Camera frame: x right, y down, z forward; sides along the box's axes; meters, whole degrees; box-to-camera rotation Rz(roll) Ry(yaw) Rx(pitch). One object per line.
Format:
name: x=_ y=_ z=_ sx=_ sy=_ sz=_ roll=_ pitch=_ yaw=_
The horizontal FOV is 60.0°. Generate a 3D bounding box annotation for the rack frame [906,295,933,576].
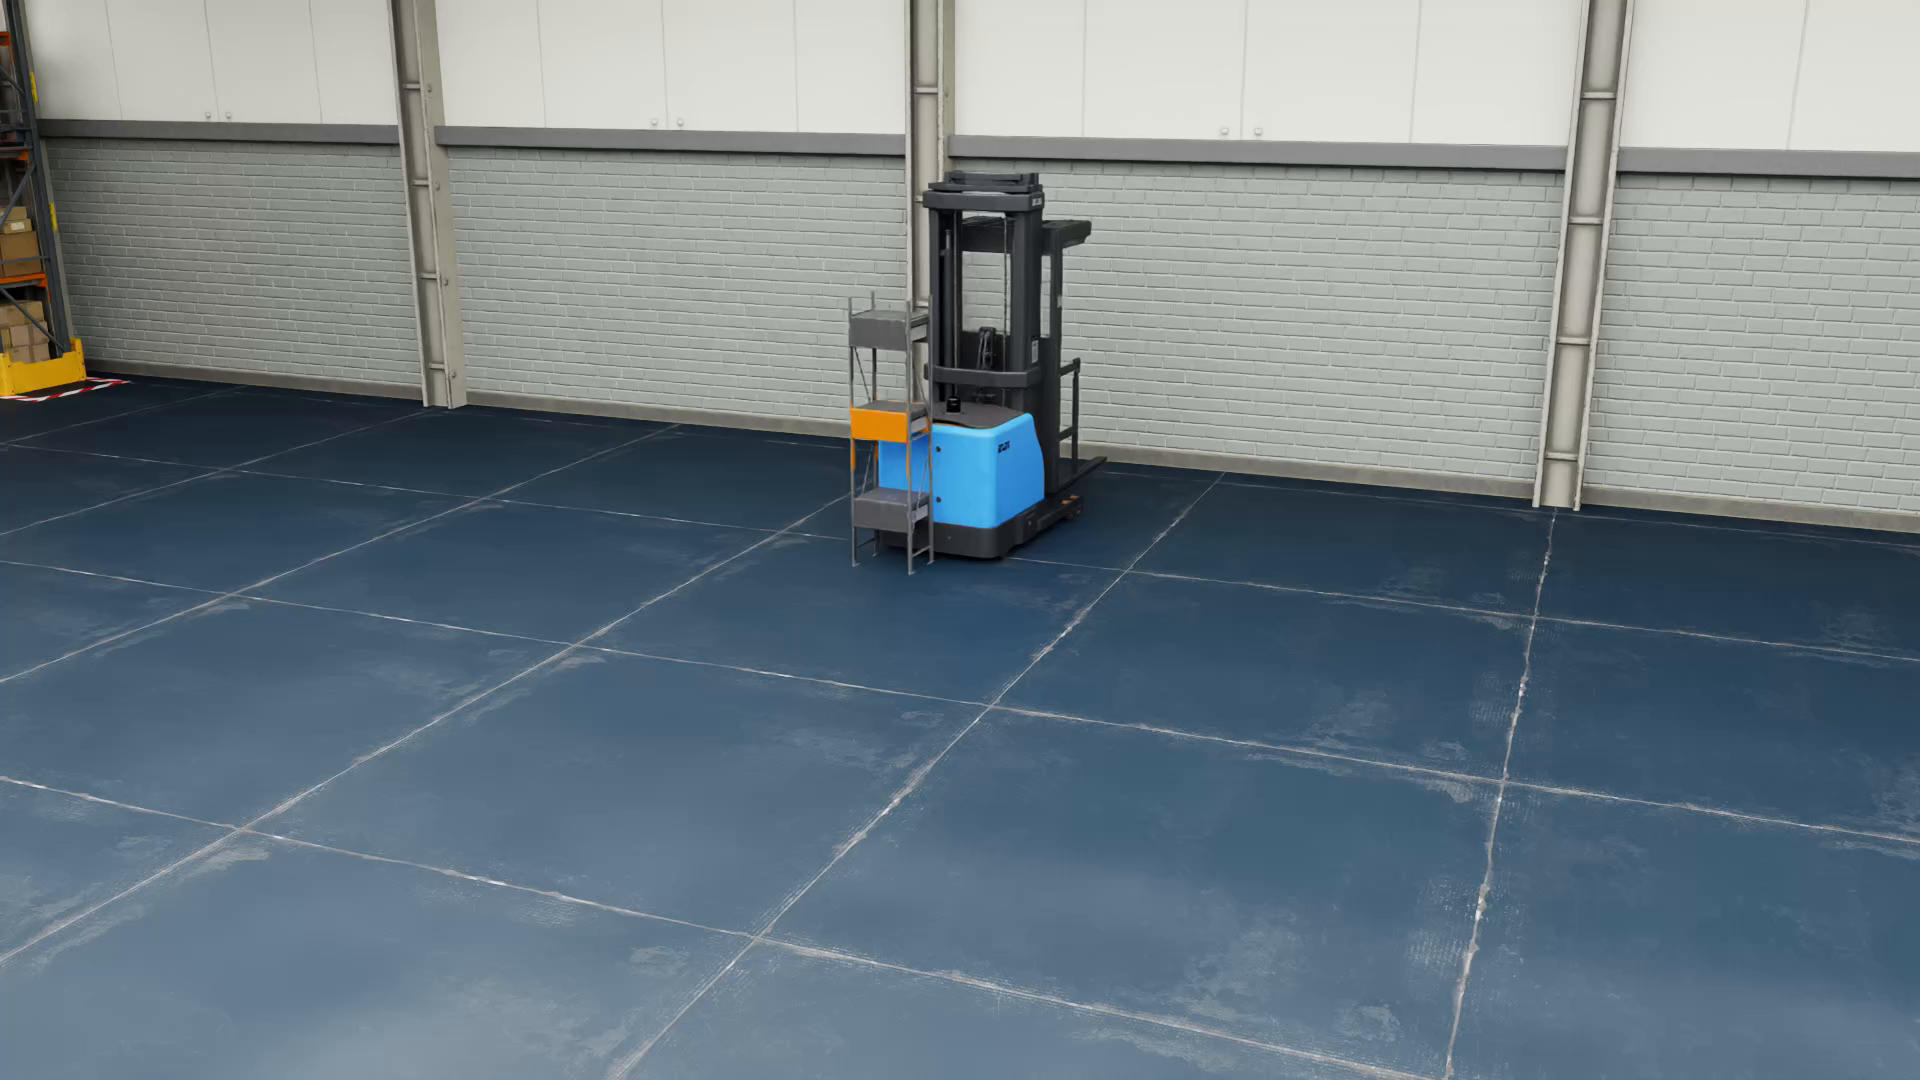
rack frame: x=-0.301 y=-0.784 z=12.609 sx=0.015 sy=2.100 sz=0.400 roll=8 pitch=18 yaw=24

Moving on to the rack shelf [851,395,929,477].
rack shelf: x=-0.522 y=-0.800 z=12.713 sx=0.480 sy=0.518 sz=0.431 roll=8 pitch=18 yaw=24

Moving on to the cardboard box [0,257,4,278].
cardboard box: x=-11.686 y=-3.322 z=19.558 sx=0.500 sy=0.500 sz=0.500 roll=6 pitch=17 yaw=19

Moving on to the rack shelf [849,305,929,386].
rack shelf: x=-0.522 y=-1.472 z=12.518 sx=0.480 sy=0.518 sz=0.431 roll=8 pitch=18 yaw=24

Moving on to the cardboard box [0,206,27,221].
cardboard box: x=-11.366 y=-3.884 z=19.796 sx=0.250 sy=0.149 sz=0.380 roll=6 pitch=17 yaw=20

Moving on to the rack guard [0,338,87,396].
rack guard: x=-11.109 y=-2.089 z=19.973 sx=0.348 sy=0.500 sz=1.175 roll=6 pitch=17 yaw=21

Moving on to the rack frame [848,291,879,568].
rack frame: x=-0.742 y=-0.842 z=12.809 sx=0.015 sy=2.100 sz=0.400 roll=8 pitch=18 yaw=24

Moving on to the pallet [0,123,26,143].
pallet: x=-11.780 y=-4.769 z=19.499 sx=1.213 sy=0.211 sz=1.003 roll=6 pitch=17 yaw=21

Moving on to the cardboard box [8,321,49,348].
cardboard box: x=-11.493 y=-2.515 z=20.239 sx=0.500 sy=0.250 sz=0.500 roll=7 pitch=17 yaw=22

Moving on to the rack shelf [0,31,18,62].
rack shelf: x=-12.992 y=-5.840 z=19.657 sx=4.000 sy=0.370 sz=1.077 roll=6 pitch=17 yaw=21

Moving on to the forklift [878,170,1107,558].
forklift: x=0.427 y=-1.630 z=14.033 sx=1.130 sy=2.935 sz=3.031 roll=8 pitch=18 yaw=24

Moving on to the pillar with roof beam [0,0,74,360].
pillar with roof beam: x=-13.028 y=-5.361 z=16.001 sx=0.400 sy=9.000 sz=9.100 roll=6 pitch=17 yaw=21

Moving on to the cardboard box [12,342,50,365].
cardboard box: x=-11.517 y=-2.274 z=20.305 sx=0.500 sy=0.250 sz=0.500 roll=6 pitch=17 yaw=21

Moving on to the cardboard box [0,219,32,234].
cardboard box: x=-11.352 y=-3.753 z=19.880 sx=0.250 sy=0.149 sz=0.380 roll=6 pitch=17 yaw=19

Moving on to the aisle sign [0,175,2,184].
aisle sign: x=-11.178 y=-4.457 z=18.985 sx=0.004 sy=0.787 sz=0.394 roll=6 pitch=17 yaw=21

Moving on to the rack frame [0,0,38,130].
rack frame: x=-11.132 y=-6.173 z=18.796 sx=0.127 sy=3.000 sz=1.000 roll=6 pitch=17 yaw=21

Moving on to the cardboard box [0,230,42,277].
cardboard box: x=-11.491 y=-3.463 z=20.041 sx=0.500 sy=0.500 sz=0.500 roll=7 pitch=18 yaw=22

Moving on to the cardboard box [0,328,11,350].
cardboard box: x=-11.699 y=-2.382 z=19.780 sx=0.500 sy=0.250 sz=0.500 roll=6 pitch=17 yaw=20

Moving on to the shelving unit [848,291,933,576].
shelving unit: x=-0.522 y=-0.813 z=12.709 sx=0.503 sy=2.100 sz=0.431 roll=8 pitch=18 yaw=24

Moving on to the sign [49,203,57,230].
sign: x=-10.923 y=-3.889 z=19.995 sx=0.005 sy=0.325 sz=0.100 roll=6 pitch=17 yaw=21

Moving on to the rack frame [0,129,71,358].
rack frame: x=-11.132 y=-3.292 z=19.633 sx=0.127 sy=3.000 sz=1.000 roll=6 pitch=17 yaw=21

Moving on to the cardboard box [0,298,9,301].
cardboard box: x=-11.976 y=-2.802 z=20.329 sx=0.500 sy=0.250 sz=0.500 roll=6 pitch=17 yaw=21

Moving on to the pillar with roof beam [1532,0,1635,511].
pillar with roof beam: x=3.716 y=-3.520 z=9.658 sx=0.400 sy=9.000 sz=9.100 roll=6 pitch=17 yaw=21

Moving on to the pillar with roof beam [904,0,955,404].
pillar with roof beam: x=-1.865 y=-4.134 z=11.773 sx=0.400 sy=9.000 sz=9.100 roll=6 pitch=17 yaw=21

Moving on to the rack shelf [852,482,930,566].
rack shelf: x=-0.522 y=-0.128 z=12.908 sx=0.480 sy=0.518 sz=0.431 roll=8 pitch=18 yaw=24

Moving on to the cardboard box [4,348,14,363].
cardboard box: x=-11.685 y=-2.139 z=19.841 sx=0.500 sy=0.250 sz=0.500 roll=6 pitch=17 yaw=21

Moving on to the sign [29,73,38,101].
sign: x=-10.923 y=-5.334 z=19.575 sx=0.005 sy=0.325 sz=0.100 roll=6 pitch=17 yaw=21

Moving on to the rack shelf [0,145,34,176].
rack shelf: x=-12.992 y=-4.592 z=20.020 sx=4.000 sy=0.370 sz=1.077 roll=6 pitch=17 yaw=21

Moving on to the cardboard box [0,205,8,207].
cardboard box: x=-11.590 y=-3.927 z=19.946 sx=0.250 sy=0.149 sz=0.380 roll=7 pitch=18 yaw=23

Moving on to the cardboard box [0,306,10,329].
cardboard box: x=-11.675 y=-2.620 z=19.702 sx=0.500 sy=0.250 sz=0.500 roll=7 pitch=18 yaw=22

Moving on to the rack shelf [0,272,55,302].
rack shelf: x=-12.992 y=-3.151 z=20.438 sx=4.000 sy=0.370 sz=1.077 roll=6 pitch=17 yaw=21

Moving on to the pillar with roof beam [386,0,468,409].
pillar with roof beam: x=-7.447 y=-4.748 z=13.887 sx=0.400 sy=9.000 sz=9.100 roll=6 pitch=17 yaw=21

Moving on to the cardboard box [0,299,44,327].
cardboard box: x=-11.509 y=-2.752 z=20.157 sx=0.500 sy=0.250 sz=0.500 roll=6 pitch=17 yaw=20
